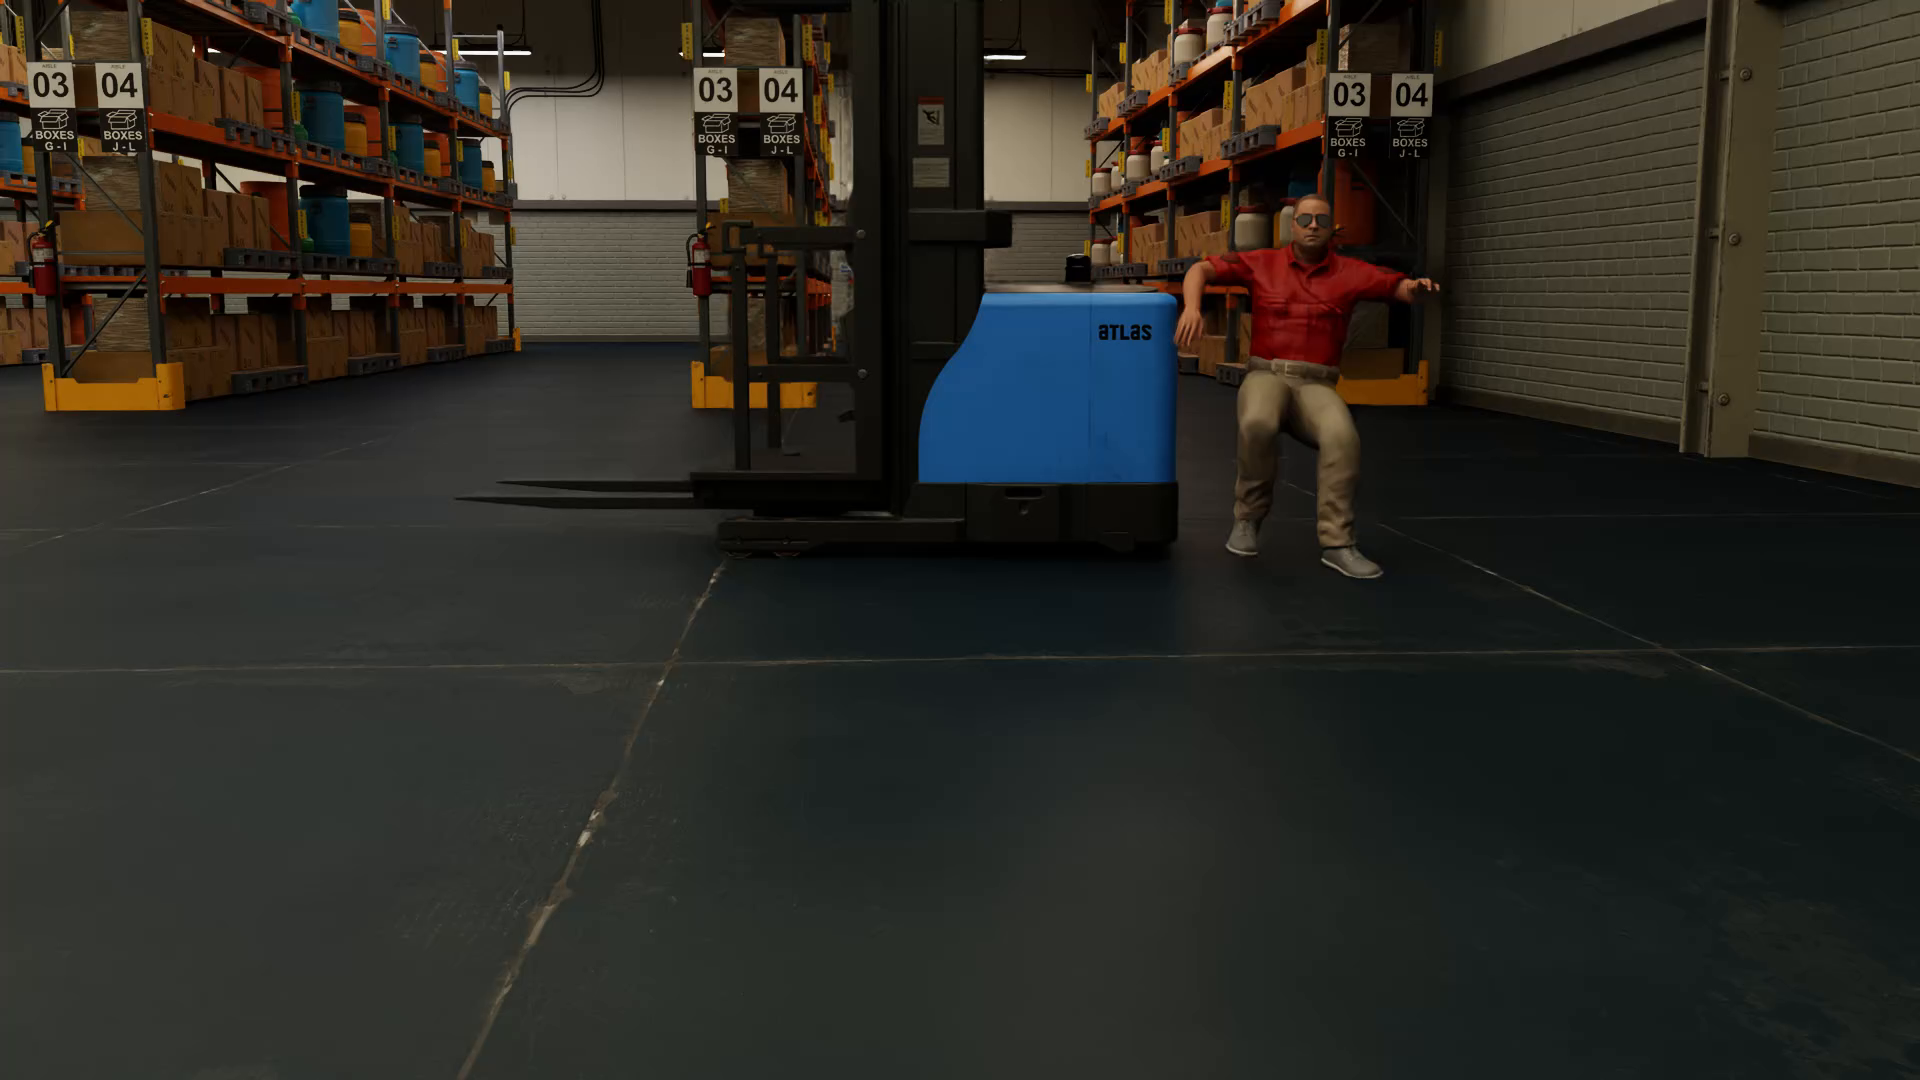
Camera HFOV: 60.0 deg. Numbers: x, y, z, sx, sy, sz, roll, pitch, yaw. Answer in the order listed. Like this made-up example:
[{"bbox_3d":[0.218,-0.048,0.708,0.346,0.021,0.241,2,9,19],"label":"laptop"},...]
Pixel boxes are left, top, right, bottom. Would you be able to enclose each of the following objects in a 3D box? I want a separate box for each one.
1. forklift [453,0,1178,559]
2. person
[{"bbox_3d":[-0.611,-1.451,7.102,3.031,2.935,1.130,0,8,1],"label":"forklift"},{"bbox_3d":[1.352,-0.628,6.601,1.011,1.490,0.808,0,8,2],"label":"person"}]
